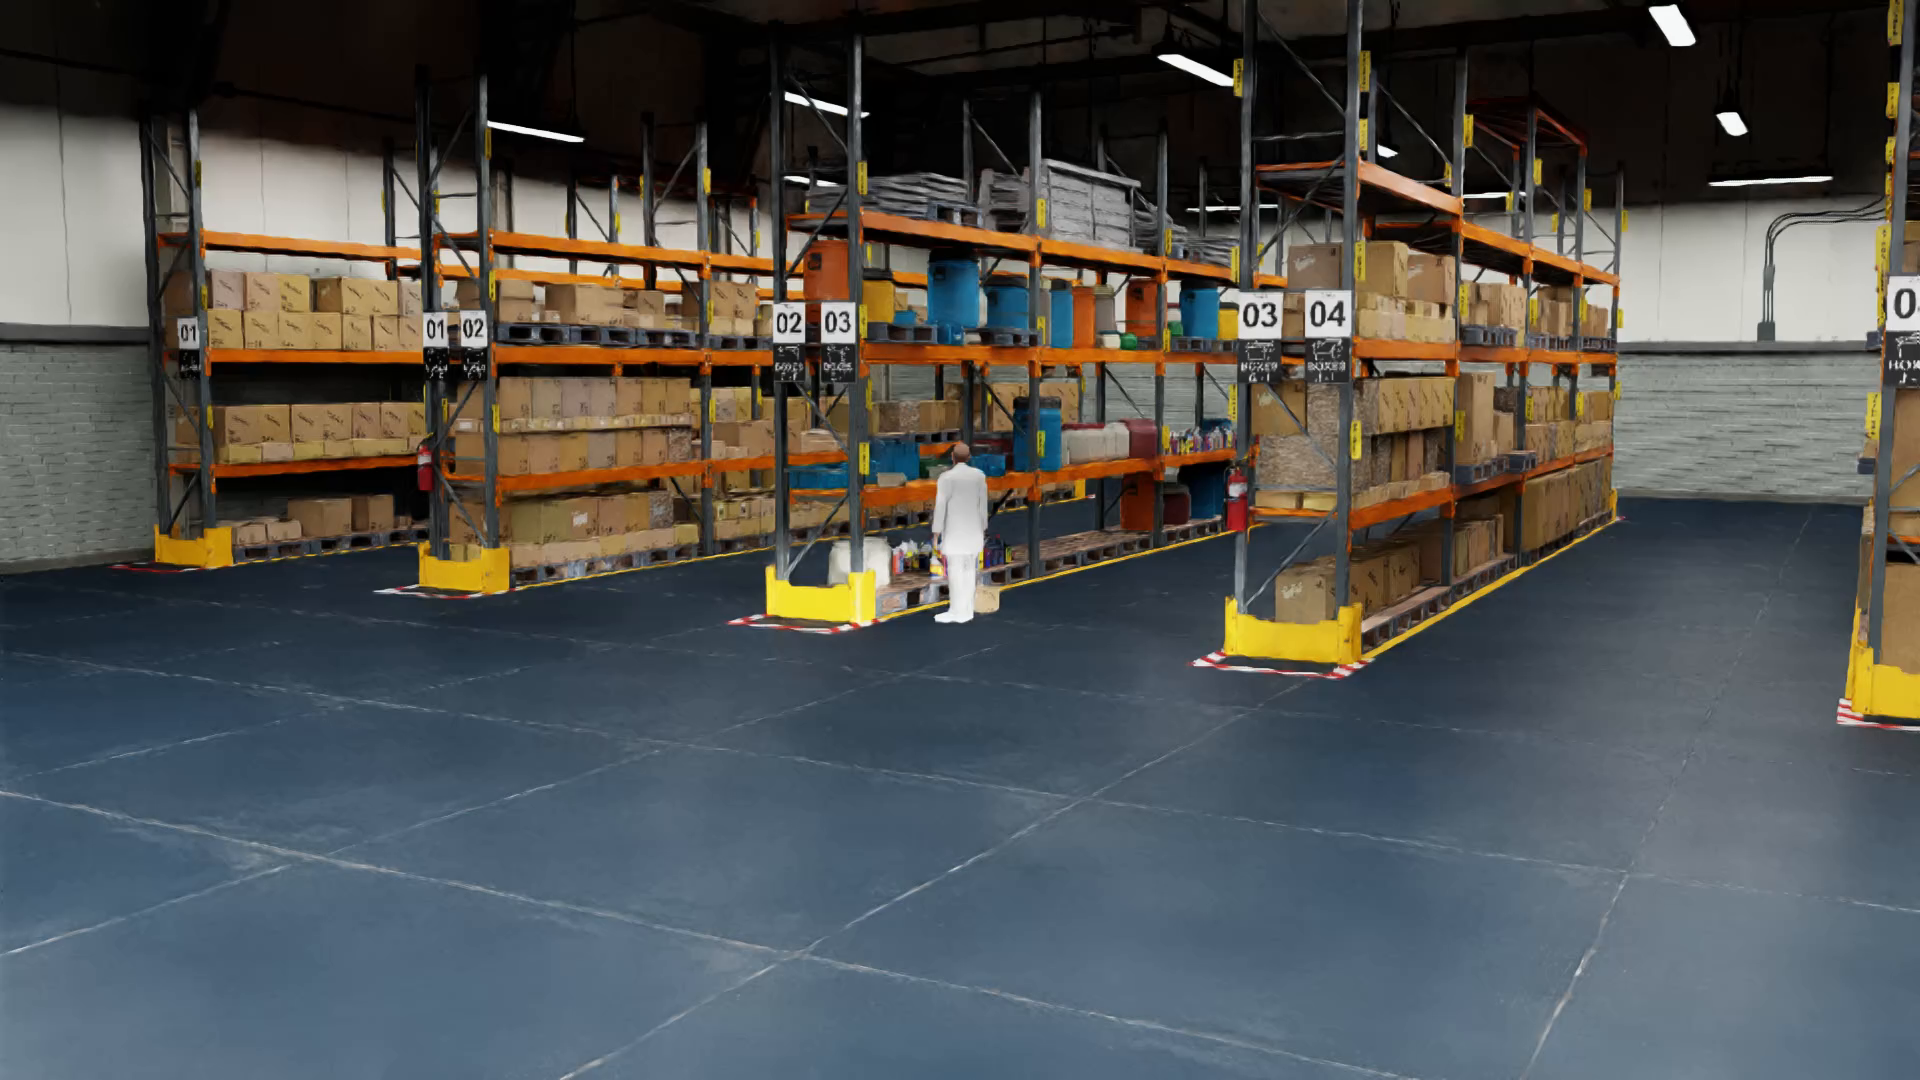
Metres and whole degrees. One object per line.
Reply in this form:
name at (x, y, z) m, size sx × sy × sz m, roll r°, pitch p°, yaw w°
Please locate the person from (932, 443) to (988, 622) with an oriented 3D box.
person at (-0.035, -0.086, 16.655) m, size 0.672 × 1.783 × 0.478 m, roll -4°, pitch 7°, yaw -34°
